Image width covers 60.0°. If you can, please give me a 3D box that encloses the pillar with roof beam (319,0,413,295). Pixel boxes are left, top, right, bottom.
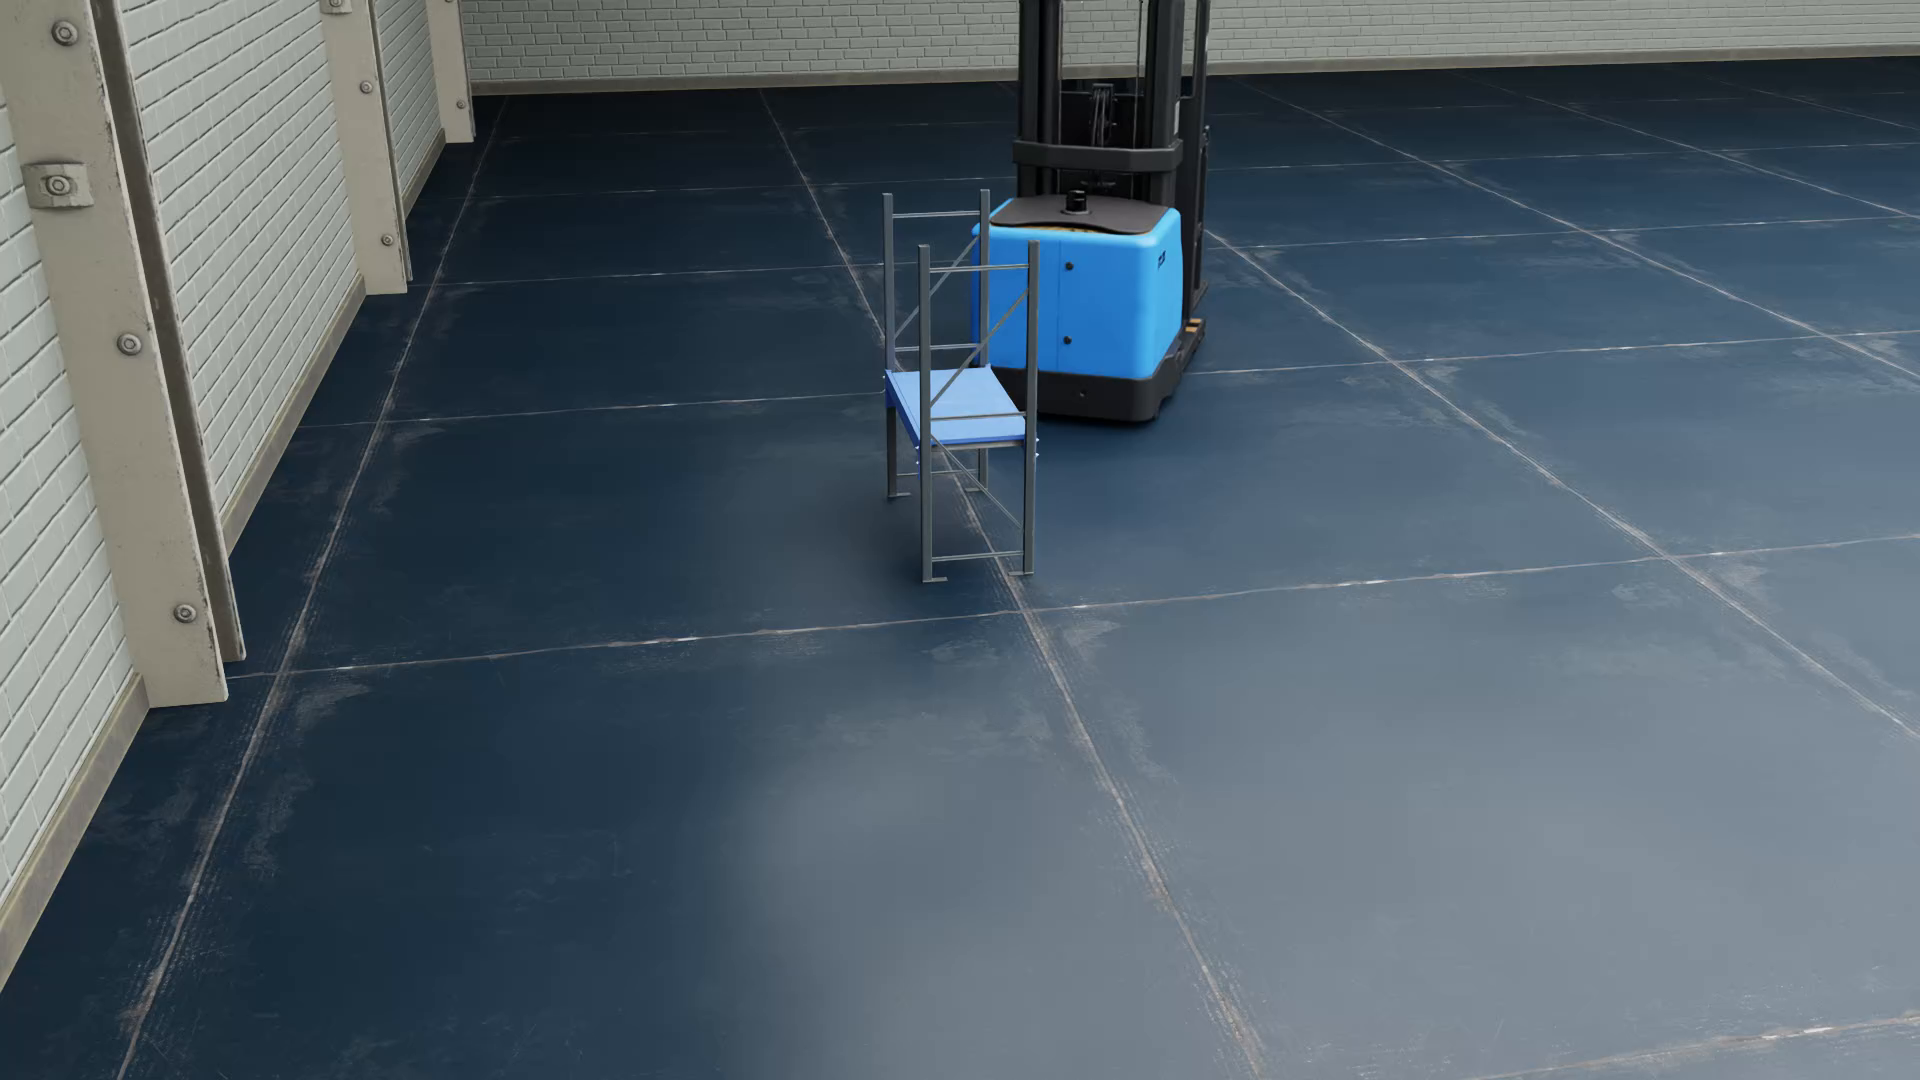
[{"bbox_3d":[0.132,-6.254,10.826,9.100,9.000,0.400,-4,24,-10],"label":"pillar with roof beam"}]

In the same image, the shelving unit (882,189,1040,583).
[{"bbox_3d":[-0.016,-0.721,7.527,0.538,1.500,1.048,-4,24,-10],"label":"shelving unit"}]

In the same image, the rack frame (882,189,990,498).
[{"bbox_3d":[-0.110,-0.921,7.984,0.500,1.500,0.032,-4,24,-10],"label":"rack frame"}]

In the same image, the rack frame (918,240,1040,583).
[{"bbox_3d":[0.078,-0.521,7.069,0.500,1.500,0.032,-4,24,-10],"label":"rack frame"}]

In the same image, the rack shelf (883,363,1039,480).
[{"bbox_3d":[-0.016,-0.556,7.599,0.538,0.185,1.000,-4,24,-10],"label":"rack shelf"}]

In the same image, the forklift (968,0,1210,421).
[{"bbox_3d":[0.945,-2.552,9.930,1.130,2.935,3.031,7,24,15],"label":"forklift"}]

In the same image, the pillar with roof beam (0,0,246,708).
[{"bbox_3d":[1.242,-3.894,5.423,9.100,9.000,0.400,-4,24,-10],"label":"pillar with roof beam"}]

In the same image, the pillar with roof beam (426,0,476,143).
[{"bbox_3d":[-0.977,-8.614,16.230,9.100,9.000,0.400,-4,24,-10],"label":"pillar with roof beam"}]
